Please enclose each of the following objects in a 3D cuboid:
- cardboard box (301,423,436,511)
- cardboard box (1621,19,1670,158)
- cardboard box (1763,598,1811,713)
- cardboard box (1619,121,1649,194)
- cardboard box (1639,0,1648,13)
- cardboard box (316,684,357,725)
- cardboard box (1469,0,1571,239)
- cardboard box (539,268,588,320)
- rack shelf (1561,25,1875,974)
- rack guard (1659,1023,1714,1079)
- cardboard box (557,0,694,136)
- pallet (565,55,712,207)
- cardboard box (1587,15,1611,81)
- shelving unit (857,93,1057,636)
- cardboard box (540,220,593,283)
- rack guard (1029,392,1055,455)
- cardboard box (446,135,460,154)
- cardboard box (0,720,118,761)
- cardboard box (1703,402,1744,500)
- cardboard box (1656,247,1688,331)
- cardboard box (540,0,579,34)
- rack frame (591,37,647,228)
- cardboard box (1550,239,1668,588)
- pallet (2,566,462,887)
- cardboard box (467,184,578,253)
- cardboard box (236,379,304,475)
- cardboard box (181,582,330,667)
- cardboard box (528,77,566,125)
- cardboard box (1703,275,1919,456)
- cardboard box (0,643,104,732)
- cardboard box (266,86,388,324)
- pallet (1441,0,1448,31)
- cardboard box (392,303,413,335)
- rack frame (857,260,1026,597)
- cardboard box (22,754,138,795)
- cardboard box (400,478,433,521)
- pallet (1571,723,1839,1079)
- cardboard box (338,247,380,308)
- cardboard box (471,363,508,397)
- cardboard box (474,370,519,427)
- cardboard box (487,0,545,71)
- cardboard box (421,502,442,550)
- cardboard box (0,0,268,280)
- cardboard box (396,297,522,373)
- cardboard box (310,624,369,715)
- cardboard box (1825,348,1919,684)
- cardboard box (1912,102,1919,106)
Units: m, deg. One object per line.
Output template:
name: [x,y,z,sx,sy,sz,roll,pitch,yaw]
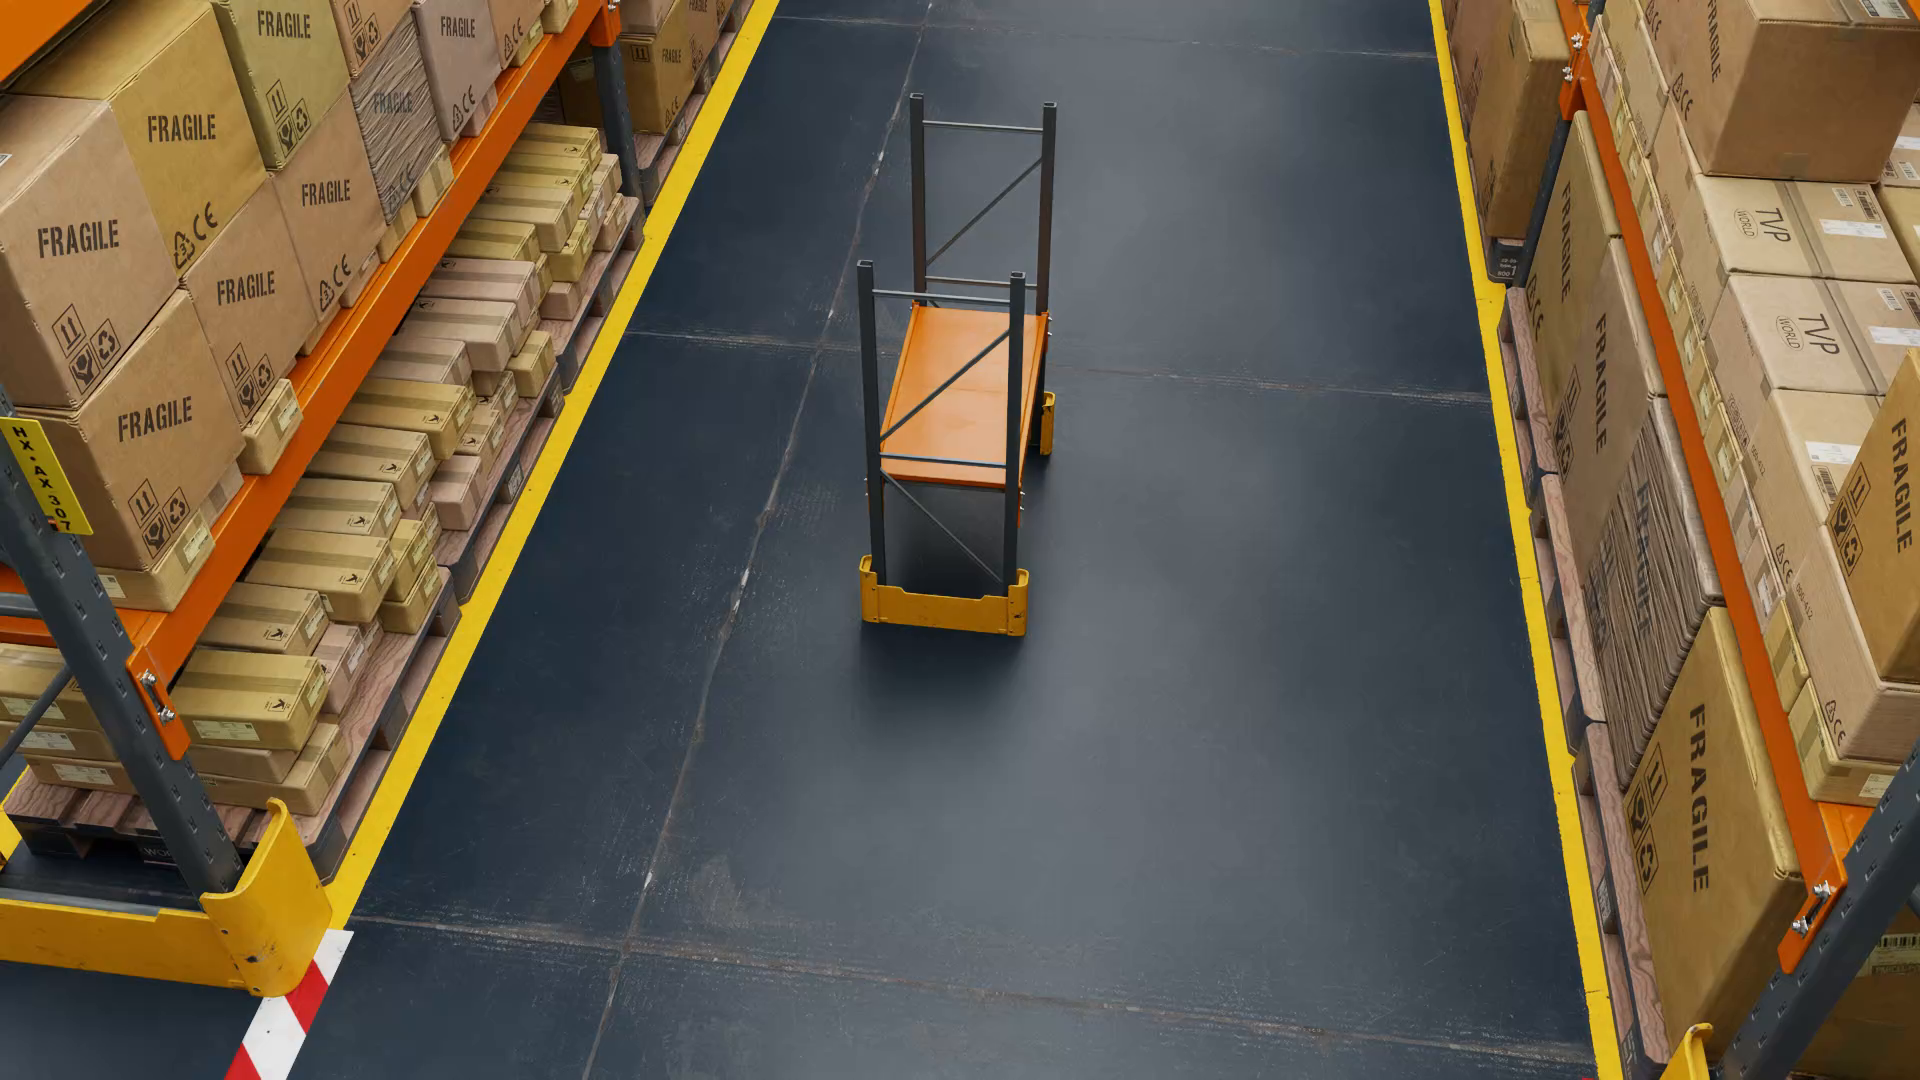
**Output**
cardboard box: [-2.029,-0.252,5.670,0.380,0.149,0.250,7,44,7]
cardboard box: [2.530,-1.494,5.539,0.500,0.250,0.500,5,44,5]
cardboard box: [2.147,0.292,3.943,0.380,0.149,0.250,6,44,6]
cardboard box: [2.452,-1.275,5.598,0.380,0.149,0.250,4,44,4]
cardboard box: [2.606,-2.098,5.632,0.500,0.500,0.500,5,44,6]
cardboard box: [-2.169,0.500,5.309,0.380,0.149,0.250,5,44,5]
cardboard box: [2.987,-1.895,7.309,1.225,0.875,0.875,5,44,6]
cardboard box: [-1.783,-1.059,6.955,0.380,0.149,0.250,4,44,4]
rack shelf: [2.658,-0.451,5.068,1.077,0.370,4.000,5,44,6]
rack guard: [2.391,1.574,4.224,1.175,0.500,0.348,5,44,6]
cardboard box: [-1.620,-2.320,8.031,0.500,0.500,0.500,7,44,7]
pallet: [-1.879,-2.114,8.329,1.003,0.211,1.213,5,44,6]
cardboard box: [2.554,-1.813,6.166,0.380,0.149,0.250,5,44,6]
shelving unit: [0.010,-0.597,5.789,0.587,1.500,1.083,5,44,6]
cardboard box: [-1.748,-1.207,6.895,0.380,0.149,0.250,4,44,4]
rack guard: [0.076,-0.482,6.577,0.587,0.250,0.087,5,44,6]
cardboard box: [-1.958,-1.396,5.726,0.380,0.149,0.250,5,44,5]
cardboard box: [-2.722,0.520,5.071,0.380,0.149,0.250,4,44,4]
cardboard box: [2.248,-0.227,4.491,0.380,0.149,0.250,4,44,5]
cardboard box: [2.349,-0.751,5.044,0.380,0.149,0.250,4,44,4]
cardboard box: [-1.712,-2.103,6.472,0.380,0.149,0.250,4,44,4]
rack frame: [-1.981,-2.595,6.809,1.000,3.000,0.127,5,44,6]
cardboard box: [2.637,-0.401,5.731,0.875,0.875,0.875,5,44,6]
pallet: [-2.357,0.541,5.525,1.003,0.211,1.213,5,44,6]
cardboard box: [-1.790,-1.315,6.792,0.380,0.149,0.250,5,44,5]
cardboard box: [-2.060,-0.325,4.594,0.380,0.149,0.250,4,44,4]
cardboard box: [-2.186,0.272,5.116,0.380,0.149,0.250,6,44,6]
cardboard box: [-2.132,-2.368,8.081,0.500,0.500,0.500,4,44,5]
cardboard box: [2.329,-0.450,4.436,0.500,0.250,0.500,4,44,4]
cardboard box: [-2.691,0.414,4.967,0.380,0.149,0.250,6,44,6]
cardboard box: [-2.053,-0.994,4.829,0.500,0.500,0.500,6,44,6]
pallet: [3.272,-3.259,9.538,1.003,0.211,1.213,5,44,6]
cardboard box: [-2.385,-0.884,6.553,0.380,0.149,0.250,7,44,7]
rack frame: [-0.056,-0.256,5.430,0.500,1.500,0.032,5,44,6]
cardboard box: [-2.646,0.636,5.165,0.380,0.149,0.250,6,44,6]
cardboard box: [-2.066,-0.139,5.767,0.380,0.149,0.250,3,44,3]
pallet: [2.422,1.111,4.923,1.003,0.211,1.213,5,44,6]
cardboard box: [-2.041,-0.862,5.162,0.380,0.149,0.250,4,44,5]
cardboard box: [-1.949,-0.689,6.348,0.380,0.149,0.250,3,44,4]
cardboard box: [-1.933,-0.537,6.404,0.380,0.149,0.250,6,44,6]
cardboard box: [-1.834,-2.031,5.924,0.500,0.500,0.500,4,44,4]
cardboard box: [-2.062,-0.017,5.854,0.380,0.149,0.250,5,44,6]
cardboard box: [-2.126,-1.003,4.111,0.500,0.500,0.500,6,44,7]
cardboard box: [-1.869,-0.767,6.214,0.380,0.149,0.250,4,44,4]
cardboard box: [-2.093,0.390,5.208,0.380,0.149,0.250,5,44,5]
cardboard box: [2.198,-0.031,3.449,0.500,0.500,0.500,6,44,6]
cardboard box: [3.058,-1.452,5.494,0.500,0.250,0.500,6,44,7]
